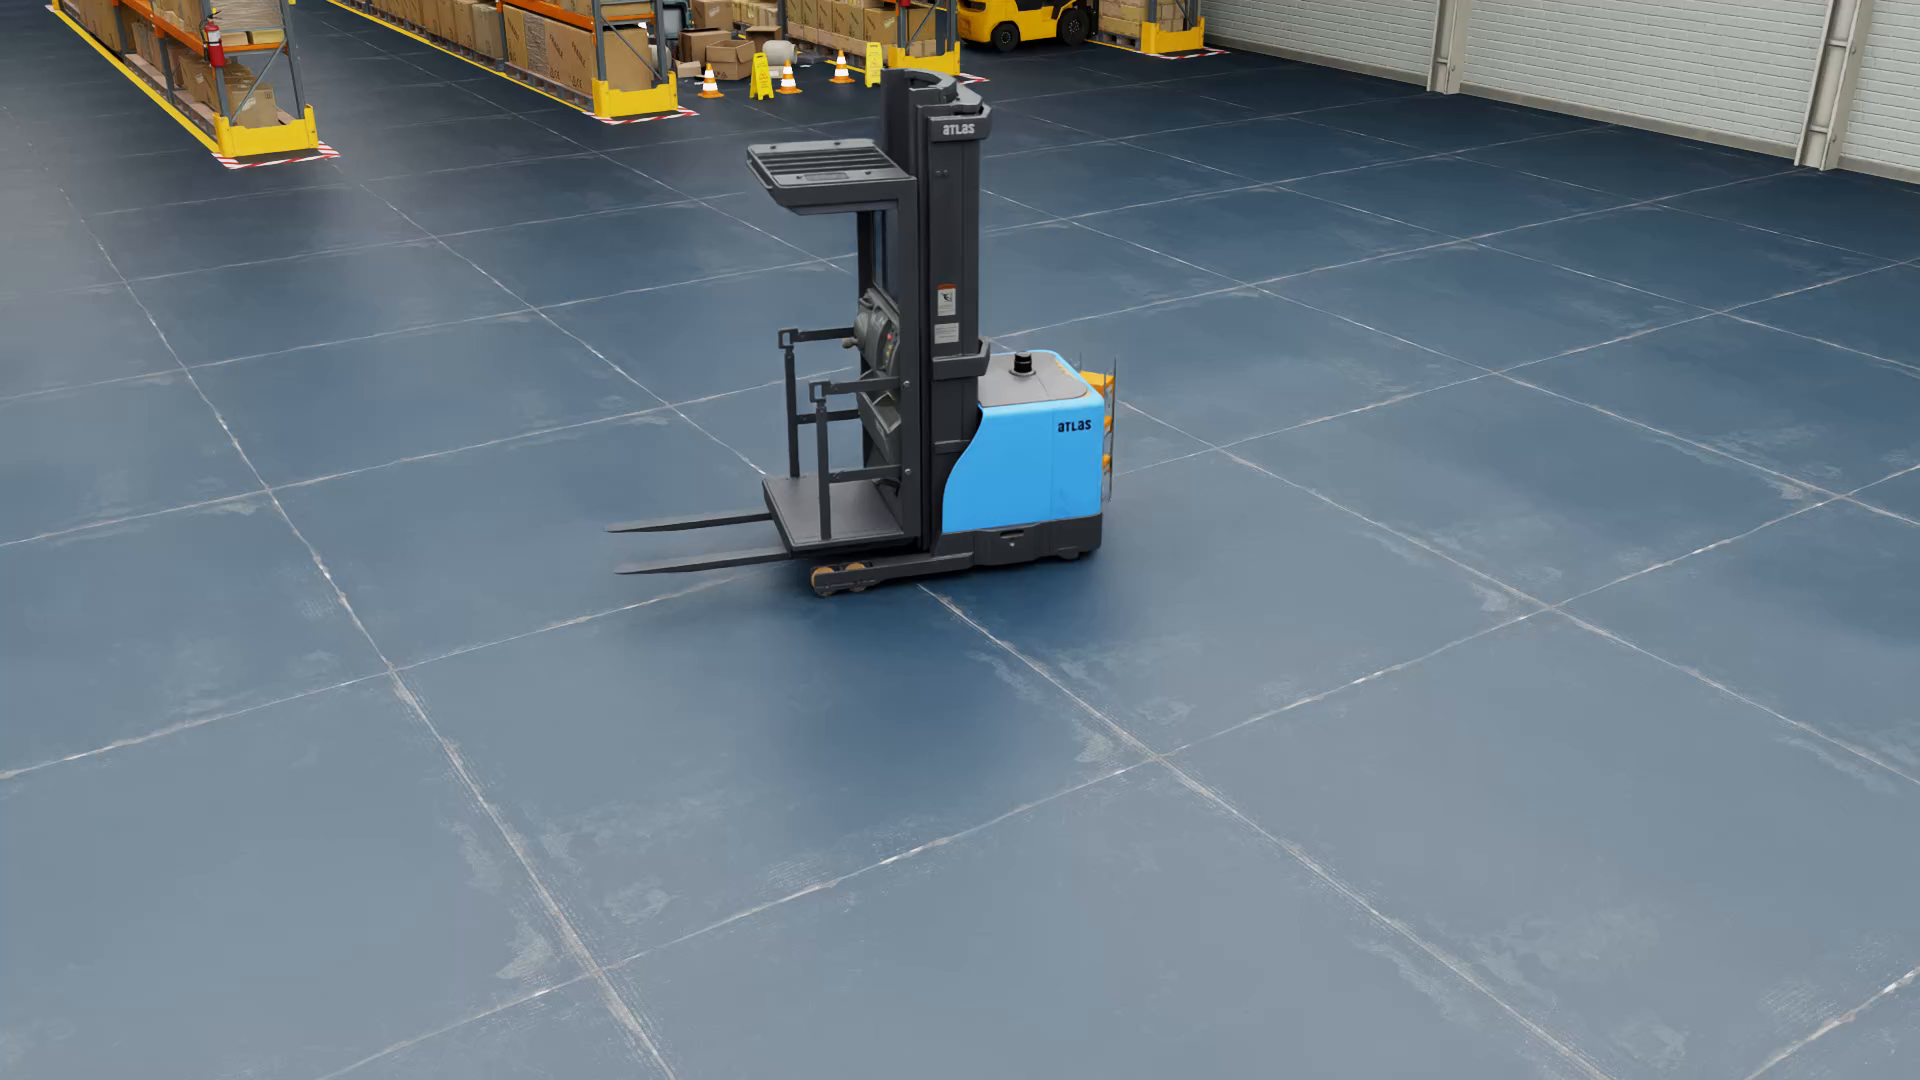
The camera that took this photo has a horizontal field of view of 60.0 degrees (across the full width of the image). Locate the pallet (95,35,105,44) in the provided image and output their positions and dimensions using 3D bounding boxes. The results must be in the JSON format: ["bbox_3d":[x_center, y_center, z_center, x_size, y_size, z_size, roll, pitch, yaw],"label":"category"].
[{"bbox_3d":[-14.889,-9.111,29.802,1.003,0.211,1.213,-16,29,-30],"label":"pallet"}]

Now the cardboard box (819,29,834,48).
[{"bbox_3d":[-2.015,-8.373,27.702,0.500,0.250,0.500,-16,30,-30],"label":"cardboard box"}]

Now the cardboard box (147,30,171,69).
[{"bbox_3d":[-12.179,-7.636,25.825,0.700,0.500,0.500,-13,28,-25],"label":"cardboard box"}]

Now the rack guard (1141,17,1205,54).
[{"bbox_3d":[3.650,-8.667,28.523,1.175,0.500,0.348,-16,29,-30],"label":"rack guard"}]

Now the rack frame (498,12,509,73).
[{"bbox_3d":[-6.796,-8.888,26.065,1.000,3.000,0.127,-16,29,-30],"label":"rack frame"}]

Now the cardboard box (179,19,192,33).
[{"bbox_3d":[-10.058,-6.790,21.915,0.380,0.149,0.250,-16,29,-30],"label":"cardboard box"}]

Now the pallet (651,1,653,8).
[{"bbox_3d":[-5.916,-10.983,33.769,1.003,0.211,1.213,-16,29,-30],"label":"pallet"}]

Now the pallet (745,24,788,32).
[{"bbox_3d":[-3.130,-9.095,29.769,1.003,0.211,1.213,-16,29,-30],"label":"pallet"}]

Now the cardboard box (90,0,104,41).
[{"bbox_3d":[-14.029,-9.001,28.300,1.225,0.875,0.875,-15,29,-29],"label":"cardboard box"}]

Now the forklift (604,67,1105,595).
[{"bbox_3d":[-0.681,-1.242,9.949,3.031,2.935,1.130,-7,26,-14],"label":"forklift"}]

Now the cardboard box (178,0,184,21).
[{"bbox_3d":[-9.710,-7.061,21.727,0.875,0.500,0.500,-16,29,-30],"label":"cardboard box"}]

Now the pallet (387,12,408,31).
[{"bbox_3d":[-10.066,-9.774,31.207,1.003,0.211,1.213,-16,29,-30],"label":"pallet"}]

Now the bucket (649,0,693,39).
[{"bbox_3d":[-4.790,-8.584,27.474,0.726,0.611,0.620,-6,16,-12],"label":"bucket"}]

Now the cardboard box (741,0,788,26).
[{"bbox_3d":[-3.387,-9.523,29.996,0.950,0.372,0.625,-14,28,-26],"label":"cardboard box"}]

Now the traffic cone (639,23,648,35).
[{"bbox_3d":[-5.549,-8.919,29.101,0.336,0.463,0.334,-16,29,-30],"label":"traffic cone"}]

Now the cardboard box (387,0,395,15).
[{"bbox_3d":[-10.394,-10.110,31.089,0.500,0.500,0.500,-15,29,-29],"label":"cardboard box"}]

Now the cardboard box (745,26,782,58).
[{"bbox_3d":[-3.258,-8.249,27.635,0.500,0.500,0.500,3,25,6],"label":"cardboard box"}]

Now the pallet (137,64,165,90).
[{"bbox_3d":[-12.103,-7.223,25.803,1.003,0.211,1.213,-16,29,-30],"label":"pallet"}]

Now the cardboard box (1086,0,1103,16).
[{"bbox_3d":[2.545,-9.441,29.379,0.500,0.250,0.500,-16,30,-31],"label":"cardboard box"}]

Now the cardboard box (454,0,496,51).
[{"bbox_3d":[-7.733,-8.608,27.614,1.050,0.750,0.750,-16,29,-30],"label":"cardboard box"}]

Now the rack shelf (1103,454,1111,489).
[{"bbox_3d":[0.867,-0.448,11.142,0.240,0.259,0.215,12,28,23],"label":"rack shelf"}]

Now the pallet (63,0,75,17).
[{"bbox_3d":[-17.055,-10.532,32.813,1.003,0.211,1.213,-16,29,-30],"label":"pallet"}]

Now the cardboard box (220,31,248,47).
[{"bbox_3d":[-9.151,-6.278,20.830,0.380,0.149,0.250,-16,29,-30],"label":"cardboard box"}]

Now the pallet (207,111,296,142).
[{"bbox_3d":[-9.278,-5.403,21.948,1.003,0.211,1.213,-16,29,-30],"label":"pallet"}]

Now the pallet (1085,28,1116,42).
[{"bbox_3d":[2.523,-9.244,30.085,1.003,0.211,1.213,-16,29,-30],"label":"pallet"}]

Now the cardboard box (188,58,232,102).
[{"bbox_3d":[-10.503,-6.473,23.384,0.500,0.500,0.500,-6,26,-13],"label":"cardboard box"}]

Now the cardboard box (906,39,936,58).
[{"bbox_3d":[-0.728,-7.947,26.799,0.500,0.250,0.500,-16,30,-30],"label":"cardboard box"}]

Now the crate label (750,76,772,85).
[{"bbox_3d":[-3.061,-7.093,25.614,0.298,0.136,0.250,12,28,24],"label":"crate label"}]

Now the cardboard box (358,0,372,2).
[{"bbox_3d":[-11.662,-10.711,32.774,0.380,0.149,0.250,-15,29,-29],"label":"cardboard box"}]

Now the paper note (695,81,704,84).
[{"bbox_3d":[-4.023,-7.056,25.663,0.144,0.017,0.142,-6,26,-12],"label":"paper note"}]

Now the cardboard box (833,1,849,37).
[{"bbox_3d":[-1.733,-8.527,27.149,0.500,0.500,0.500,-16,30,-31],"label":"cardboard box"}]

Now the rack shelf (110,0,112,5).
[{"bbox_3d":[-14.282,-9.589,28.392,1.077,0.370,4.000,-16,29,-30],"label":"rack shelf"}]

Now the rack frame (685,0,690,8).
[{"bbox_3d":[-4.887,-11.509,31.616,1.000,3.000,0.127,-16,29,-30],"label":"rack frame"}]

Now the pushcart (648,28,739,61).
[{"bbox_3d":[-4.586,-8.343,27.981,0.936,0.377,1.648,18,31,33],"label":"pushcart"}]

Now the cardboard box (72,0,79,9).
[{"bbox_3d":[-16.644,-10.754,32.014,0.875,0.875,0.875,-16,29,-30],"label":"cardboard box"}]

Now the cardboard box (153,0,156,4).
[{"bbox_3d":[-10.813,-7.773,23.237,0.875,0.500,0.500,-16,29,-30],"label":"cardboard box"}]

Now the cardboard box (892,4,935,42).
[{"bbox_3d":[-0.742,-8.294,26.657,0.500,0.500,0.500,-17,30,-31],"label":"cardboard box"}]

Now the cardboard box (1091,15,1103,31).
[{"bbox_3d":[2.587,-9.208,29.470,0.500,0.250,0.500,-15,29,-29],"label":"cardboard box"}]

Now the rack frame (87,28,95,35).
[{"bbox_3d":[-15.374,-10.630,29.754,1.000,3.000,0.127,-16,29,-30],"label":"rack frame"}]

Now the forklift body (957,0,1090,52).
[{"bbox_3d":[1.073,-9.675,28.725,2.313,2.155,1.214,-16,29,-30],"label":"forklift body"}]

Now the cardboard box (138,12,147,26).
[{"bbox_3d":[-12.799,-8.374,26.510,0.500,0.250,0.500,-14,29,-28],"label":"cardboard box"}]

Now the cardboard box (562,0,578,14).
[{"bbox_3d":[-5.171,-7.839,23.667,0.875,0.550,0.550,-16,29,-30],"label":"cardboard box"}]

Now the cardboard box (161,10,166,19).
[{"bbox_3d":[-10.856,-7.333,23.064,0.380,0.149,0.250,-16,29,-30],"label":"cardboard box"}]

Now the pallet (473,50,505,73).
[{"bbox_3d":[-7.280,-7.886,27.208,1.003,0.211,1.213,-16,29,-30],"label":"pallet"}]

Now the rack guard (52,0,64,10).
[{"bbox_3d":[-17.570,-10.939,33.337,1.175,0.500,0.348,-16,29,-30],"label":"rack guard"}]

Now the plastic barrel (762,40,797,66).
[{"bbox_3d":[-2.916,-7.868,26.922,0.512,0.421,0.421,3,25,6],"label":"plastic barrel"}]

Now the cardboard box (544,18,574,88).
[{"bbox_3d":[-5.520,-7.228,24.545,0.875,0.875,0.875,-16,30,-30],"label":"cardboard box"}]

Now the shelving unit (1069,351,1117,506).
[{"bbox_3d":[0.866,-0.708,11.018,0.252,1.050,0.215,12,28,23],"label":"shelving unit"}]

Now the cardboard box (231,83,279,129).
[{"bbox_3d":[-9.150,-5.625,21.588,0.500,0.500,0.500,-10,27,-20],"label":"cardboard box"}]
